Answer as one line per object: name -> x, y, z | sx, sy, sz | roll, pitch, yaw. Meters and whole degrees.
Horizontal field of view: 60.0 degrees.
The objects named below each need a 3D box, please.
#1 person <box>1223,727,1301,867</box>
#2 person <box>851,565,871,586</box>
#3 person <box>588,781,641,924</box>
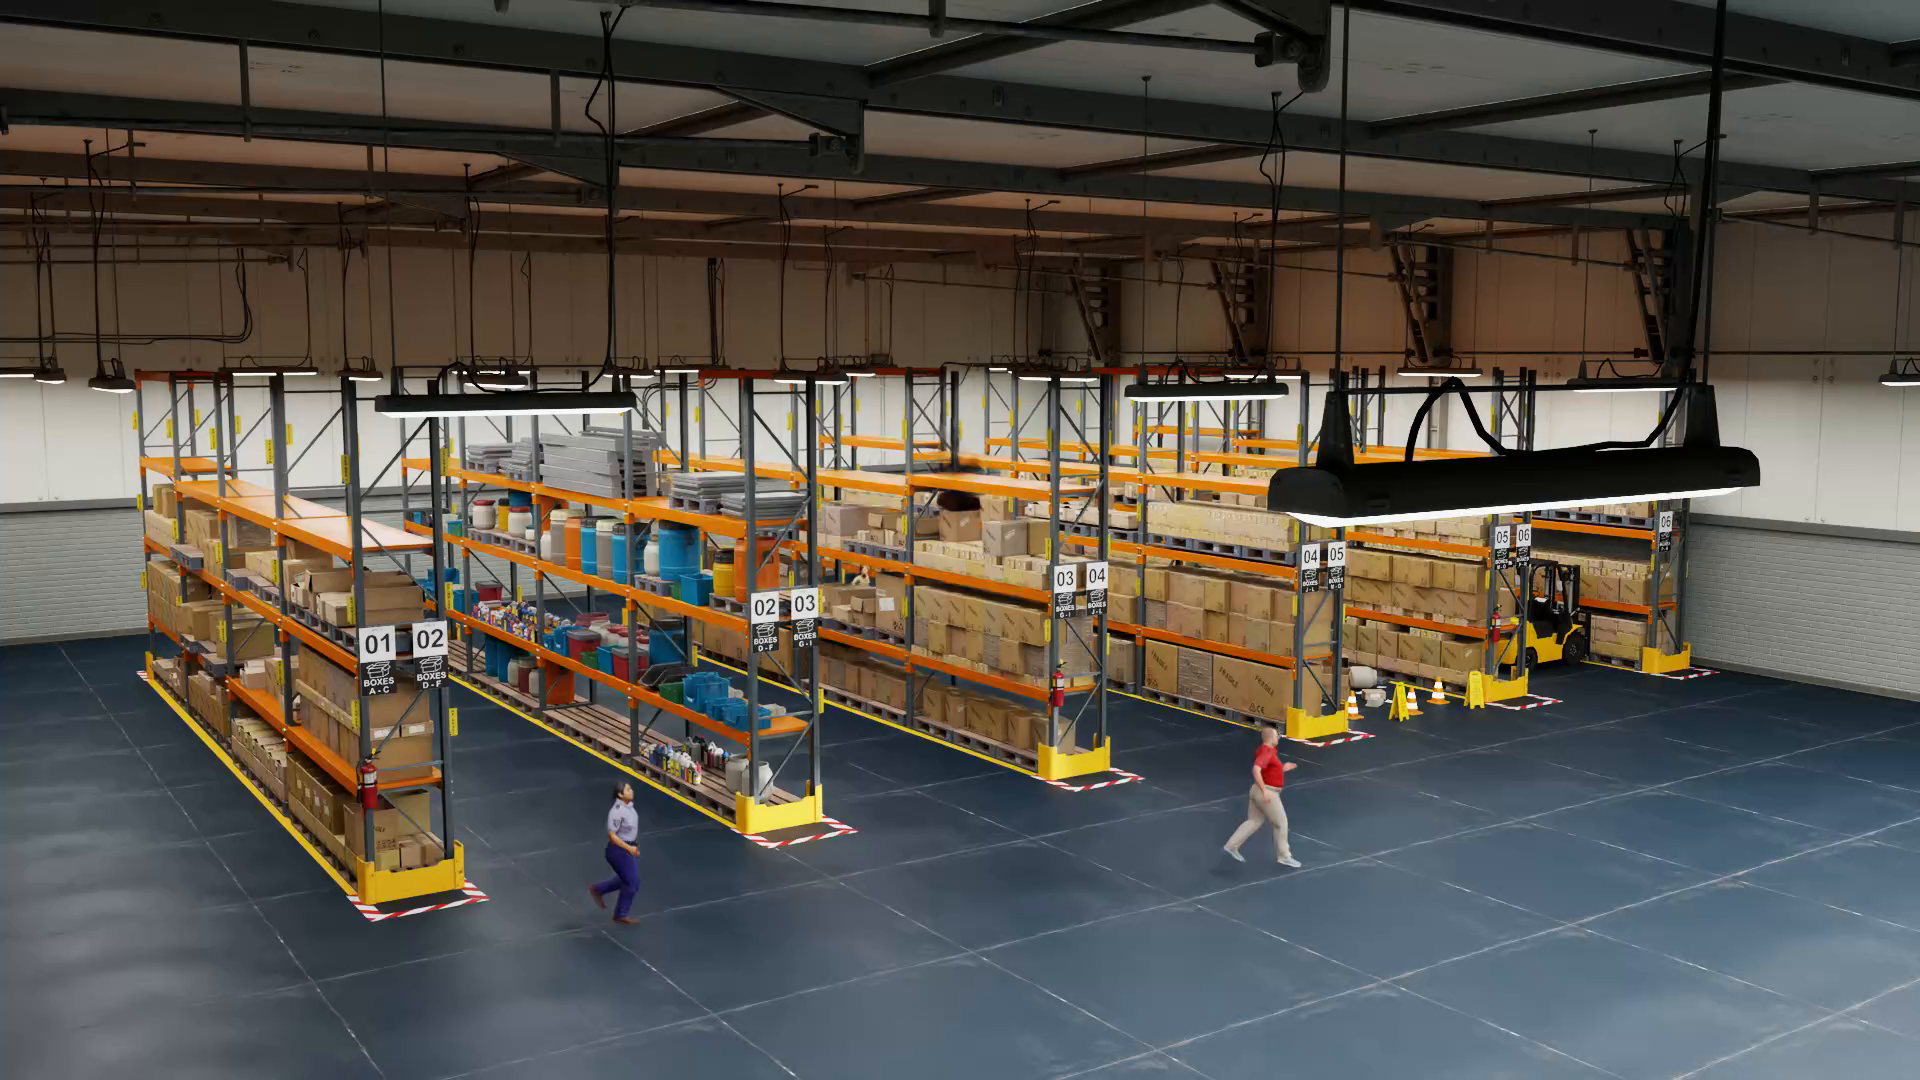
person -> 3.732, 3.155, 20.380 | 0.949, 1.742, 0.652 | -1, 7, -9
person -> -2.182, 1.364, 36.740 | 0.599, 1.662, 1.003 | -5, 8, -40
person -> -3.839, 3.467, 18.480 | 0.621, 1.632, 0.615 | 0, 6, -1
